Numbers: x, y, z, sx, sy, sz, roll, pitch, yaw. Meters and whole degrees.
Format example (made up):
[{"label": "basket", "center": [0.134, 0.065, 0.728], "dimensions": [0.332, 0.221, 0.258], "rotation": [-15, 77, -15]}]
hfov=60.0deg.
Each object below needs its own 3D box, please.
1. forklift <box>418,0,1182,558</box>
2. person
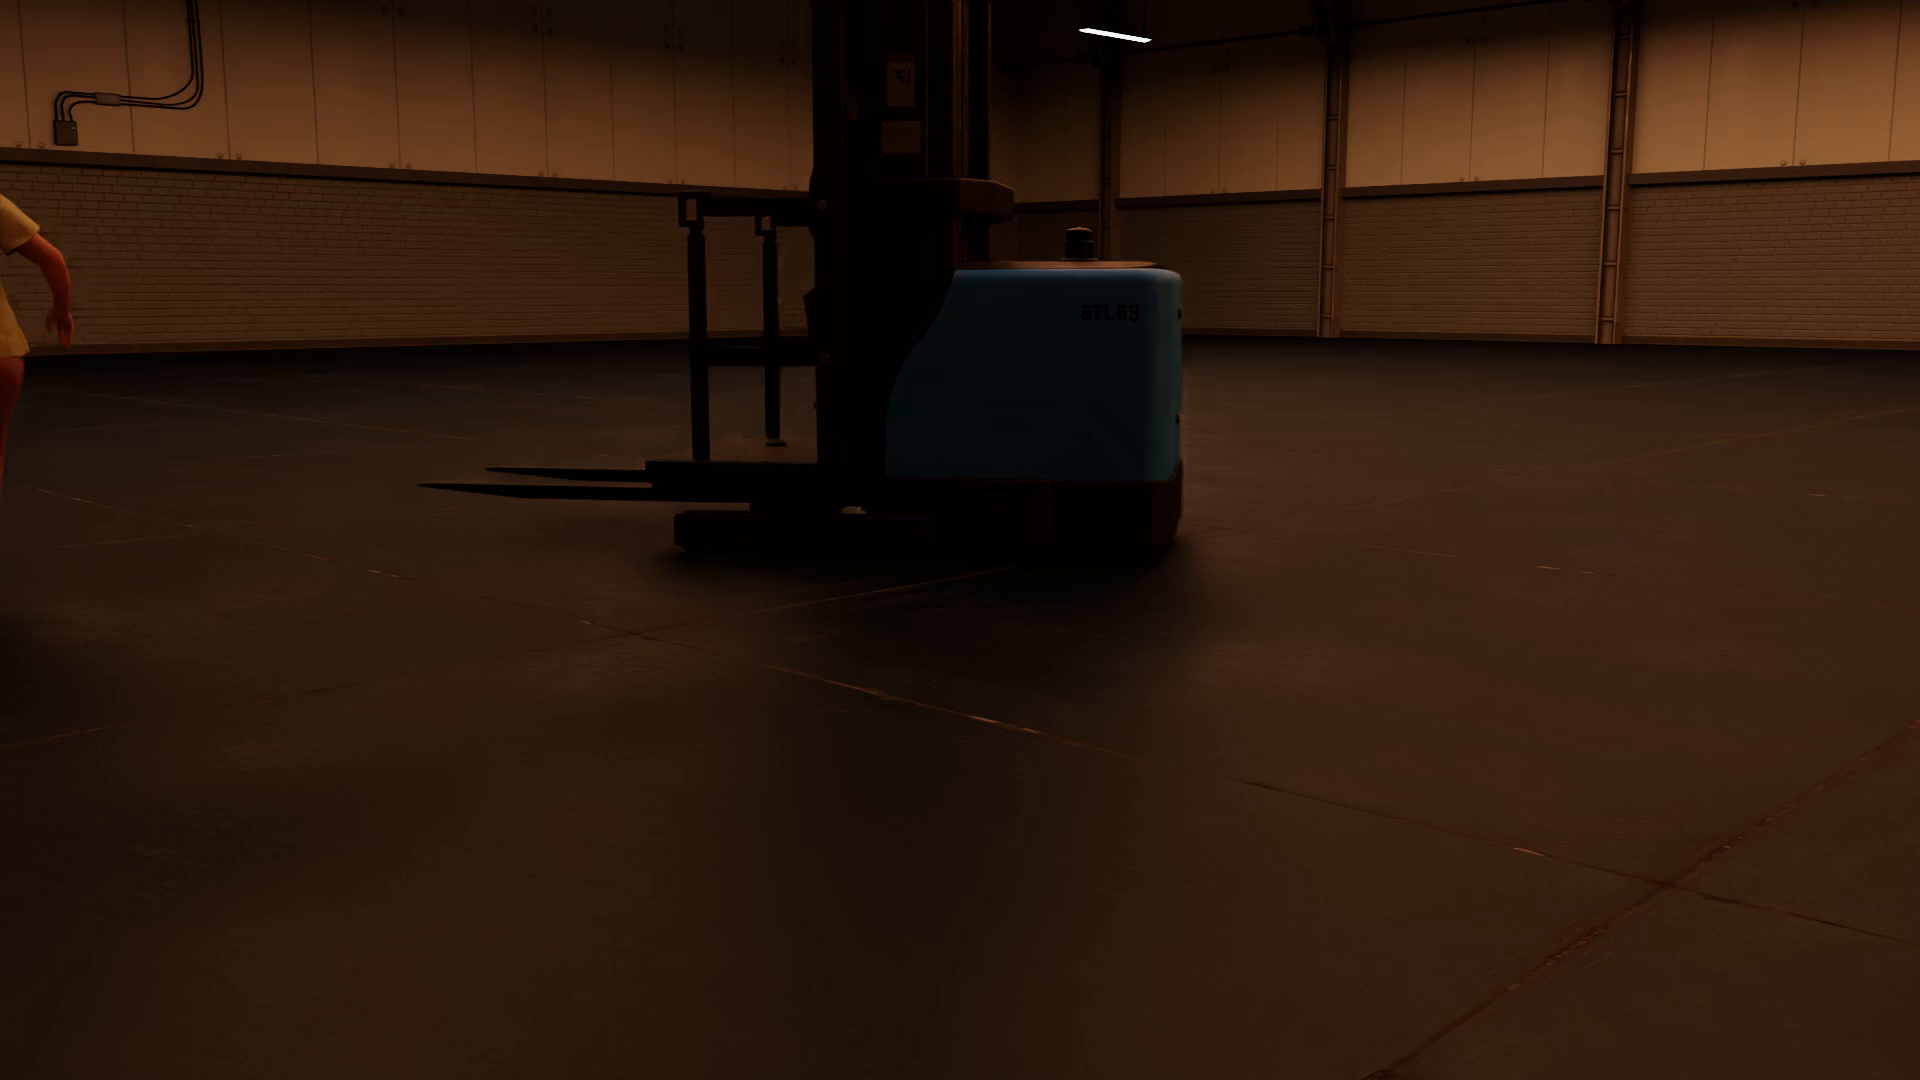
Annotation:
[{"label": "forklift", "center": [-0.640, -1.464, 6.596], "dimensions": [3.031, 2.935, 1.130], "rotation": [1, 9, 10]}, {"label": "person", "center": [-3.194, -0.571, 5.243], "dimensions": [0.740, 1.570, 0.683], "rotation": [-6, 11, -36]}]
